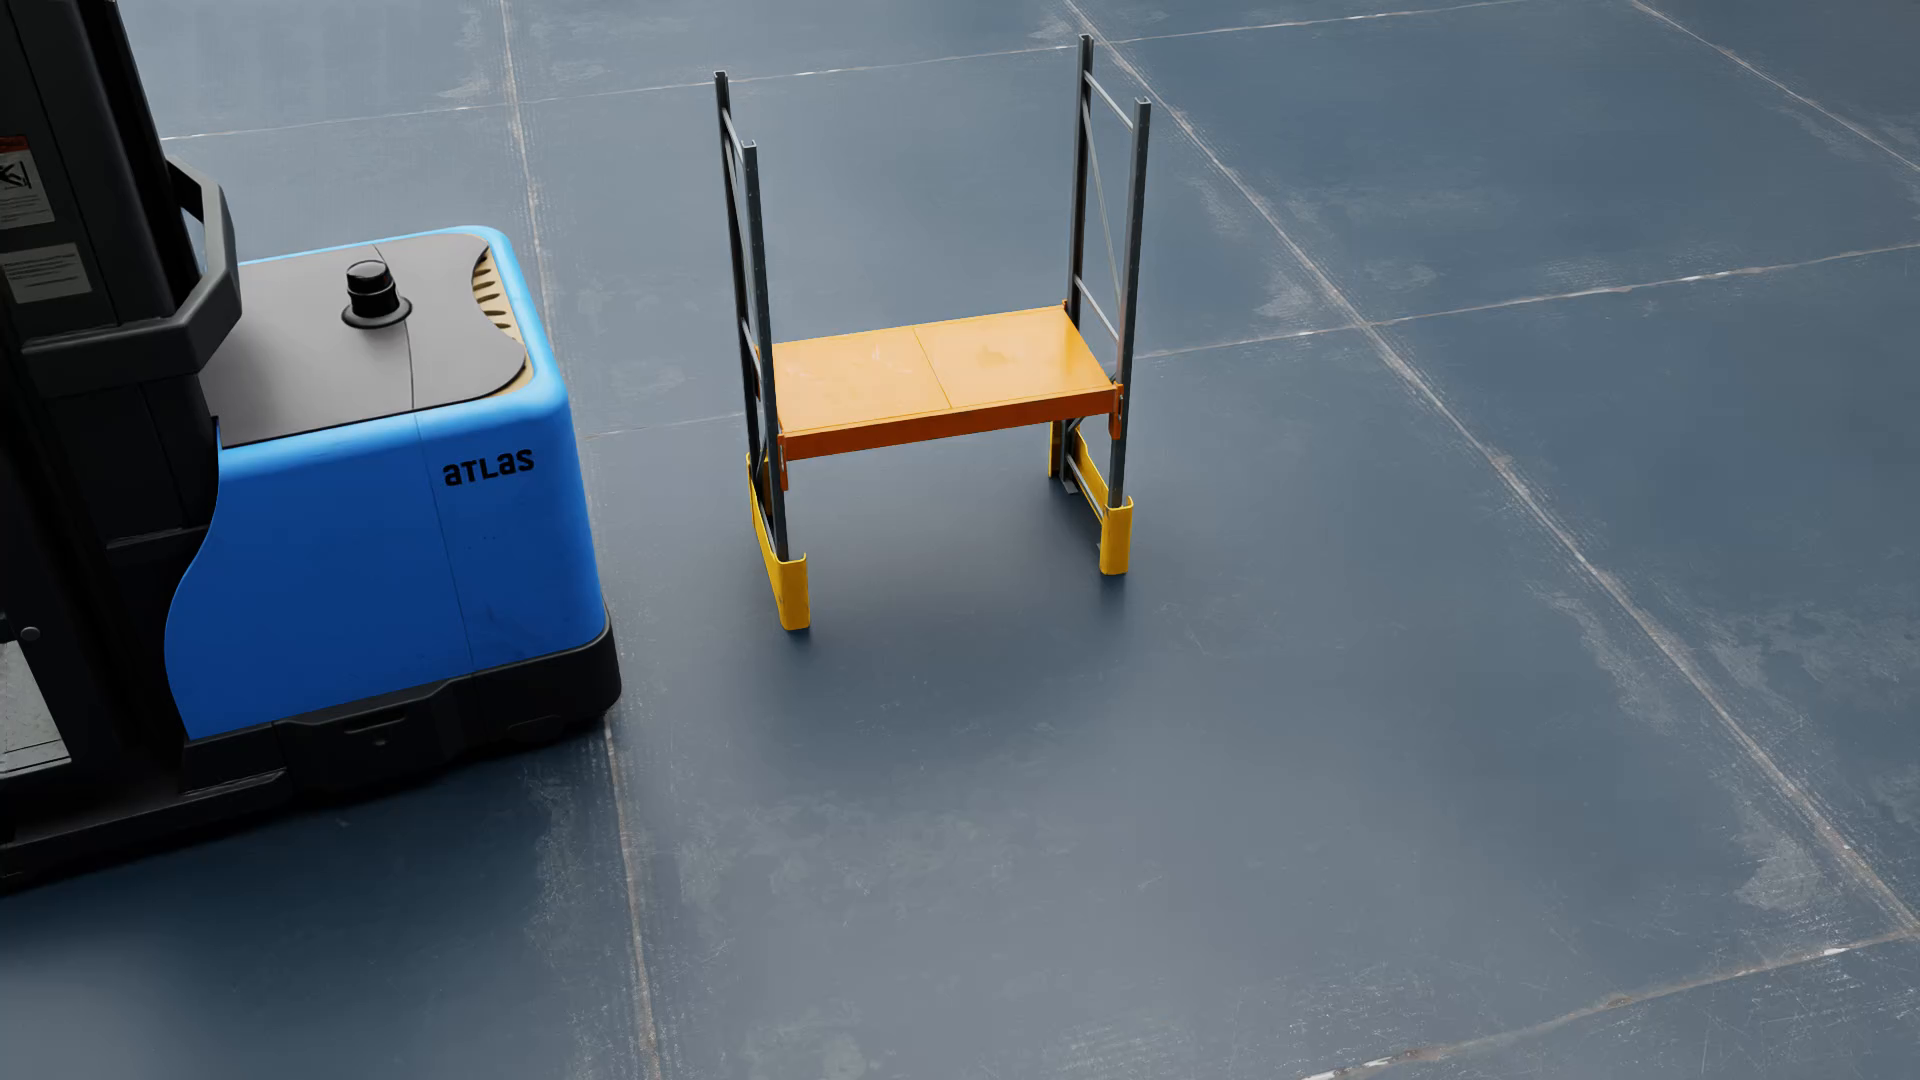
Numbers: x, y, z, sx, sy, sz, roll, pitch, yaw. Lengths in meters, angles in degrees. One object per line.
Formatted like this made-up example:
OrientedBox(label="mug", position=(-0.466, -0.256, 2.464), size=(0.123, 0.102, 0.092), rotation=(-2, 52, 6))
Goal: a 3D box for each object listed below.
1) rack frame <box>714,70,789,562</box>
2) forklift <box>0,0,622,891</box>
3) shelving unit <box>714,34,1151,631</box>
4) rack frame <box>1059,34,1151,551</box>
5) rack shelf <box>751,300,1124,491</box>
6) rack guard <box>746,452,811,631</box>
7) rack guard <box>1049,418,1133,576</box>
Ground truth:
OrientedBox(label="rack frame", position=(-0.573, -0.502, 4.671), size=(0.032, 1.500, 0.500), rotation=(-9, 38, -12))
OrientedBox(label="forklift", position=(-2.503, -0.610, 3.636), size=(3.031, 2.935, 1.130), rotation=(-13, 39, -17))
OrientedBox(label="shelving unit", position=(-0.074, -0.584, 4.779), size=(1.083, 1.500, 0.587), rotation=(-9, 38, -12))
OrientedBox(label="rack frame", position=(0.408, -0.663, 4.882), size=(0.032, 1.500, 0.500), rotation=(-9, 38, -12))
OrientedBox(label="rack shelf", position=(-0.082, -0.439, 4.886), size=(1.000, 0.185, 0.538), rotation=(-9, 38, -12))
OrientedBox(label="rack guard", position=(-0.554, -0.008, 5.055), size=(0.087, 0.250, 0.587), rotation=(-9, 38, -12))
OrientedBox(label="rack guard", position=(0.407, -0.166, 5.261), size=(0.087, 0.250, 0.587), rotation=(-9, 38, -12))
